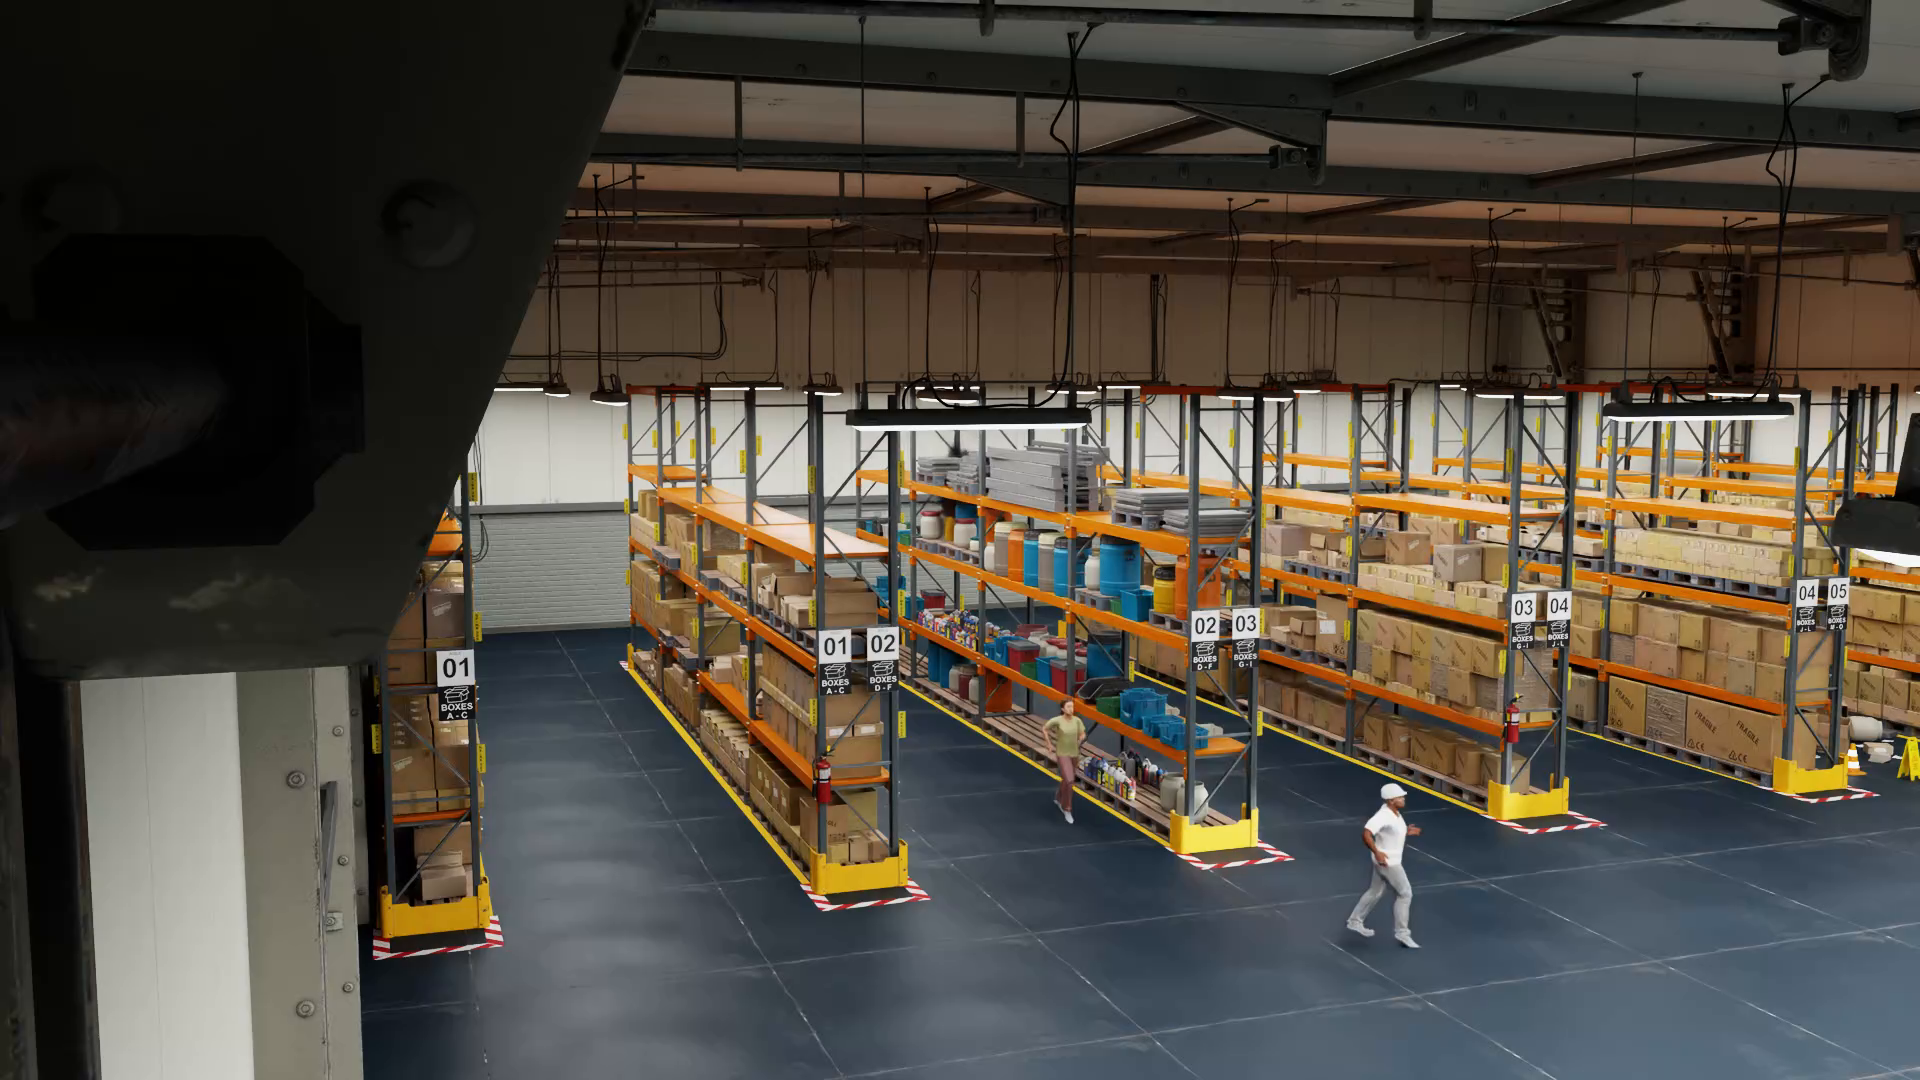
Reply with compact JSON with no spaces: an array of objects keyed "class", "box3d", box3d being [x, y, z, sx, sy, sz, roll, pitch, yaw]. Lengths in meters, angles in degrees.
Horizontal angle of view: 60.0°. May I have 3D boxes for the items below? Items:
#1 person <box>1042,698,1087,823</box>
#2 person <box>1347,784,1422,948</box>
[{"class":"person","box3d":[1.502,3.077,23.472,0.545,1.724,0.739,-3,7,-27]},{"class":"person","box3d":[4.682,3.572,18.334,0.788,1.831,0.665,1,6,9]}]
